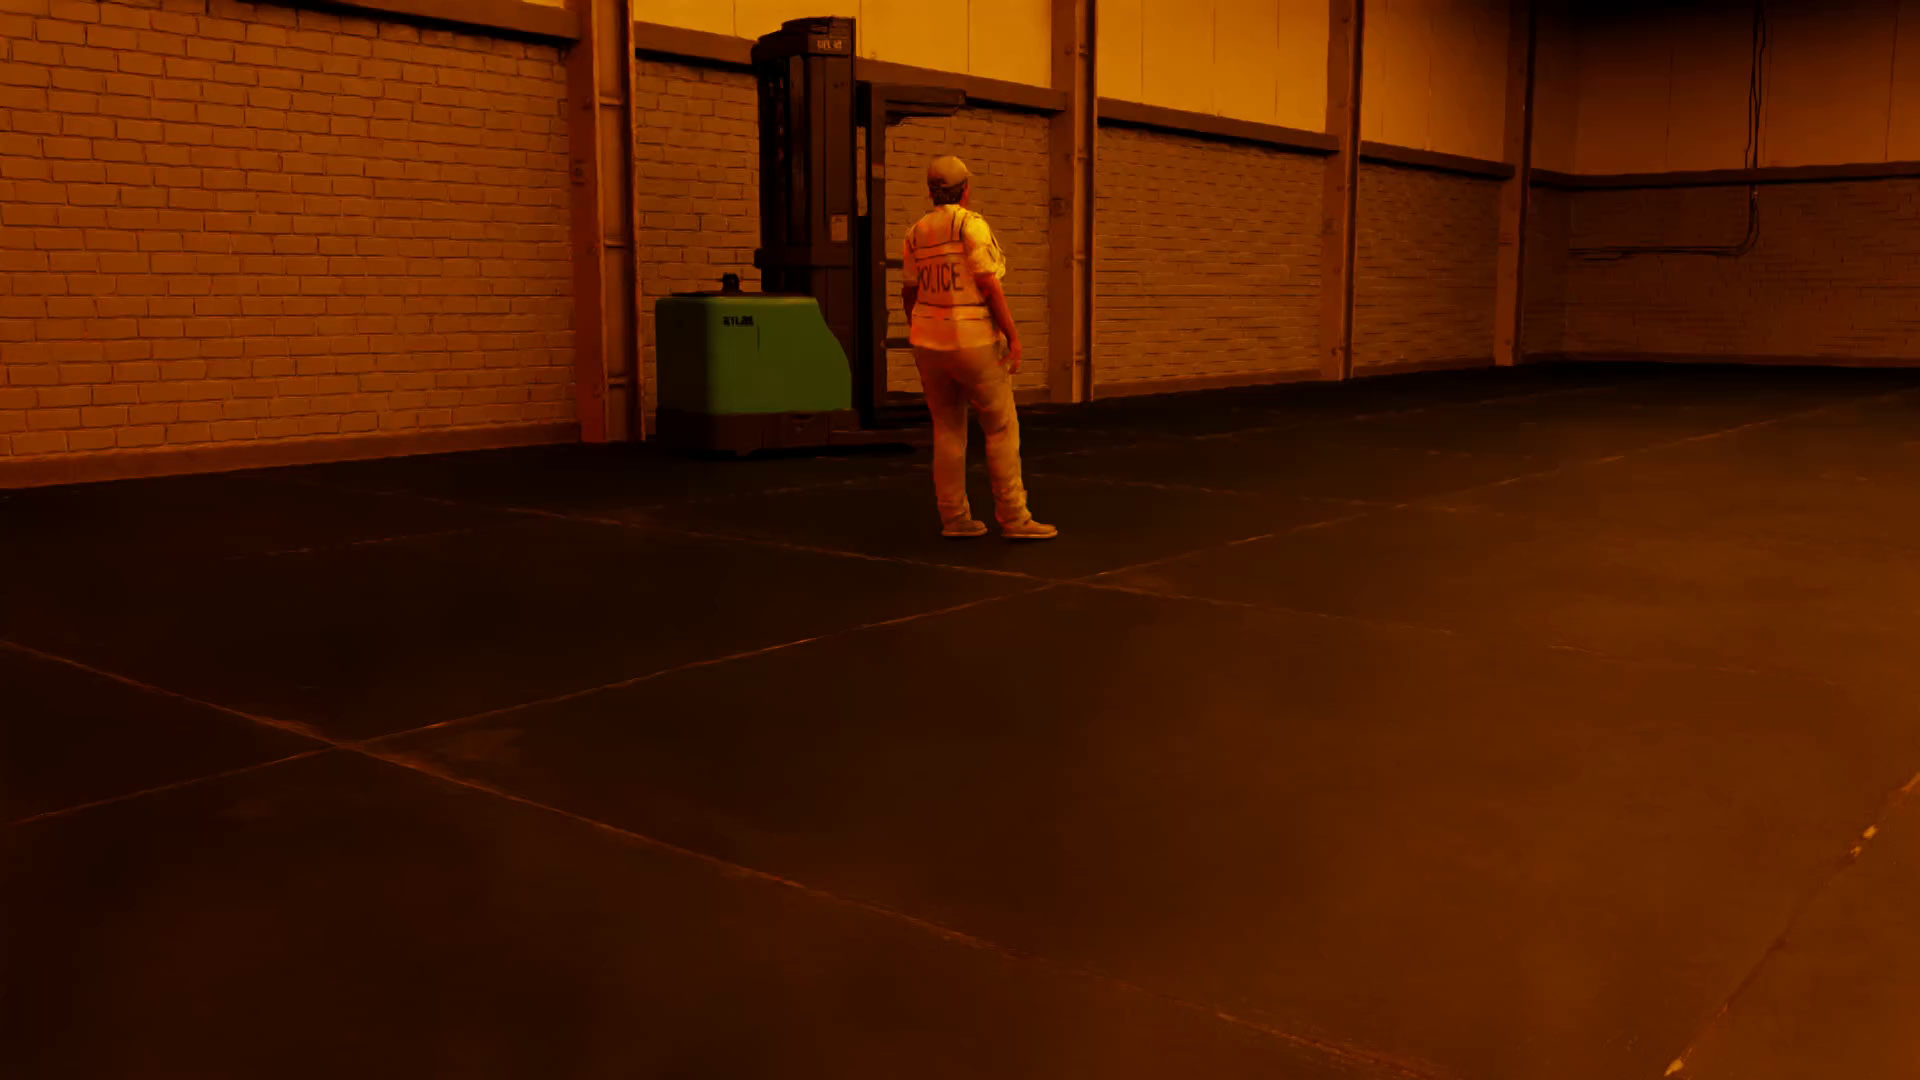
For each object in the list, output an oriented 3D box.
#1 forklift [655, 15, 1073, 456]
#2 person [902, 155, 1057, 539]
[{"bbox_3d":[-0.612,-2.137,11.887,3.031,2.935,1.130,-5,10,-31],"label":"forklift"},{"bbox_3d":[0.067,-0.838,7.329,0.598,1.669,0.526,7,11,38],"label":"person"}]
